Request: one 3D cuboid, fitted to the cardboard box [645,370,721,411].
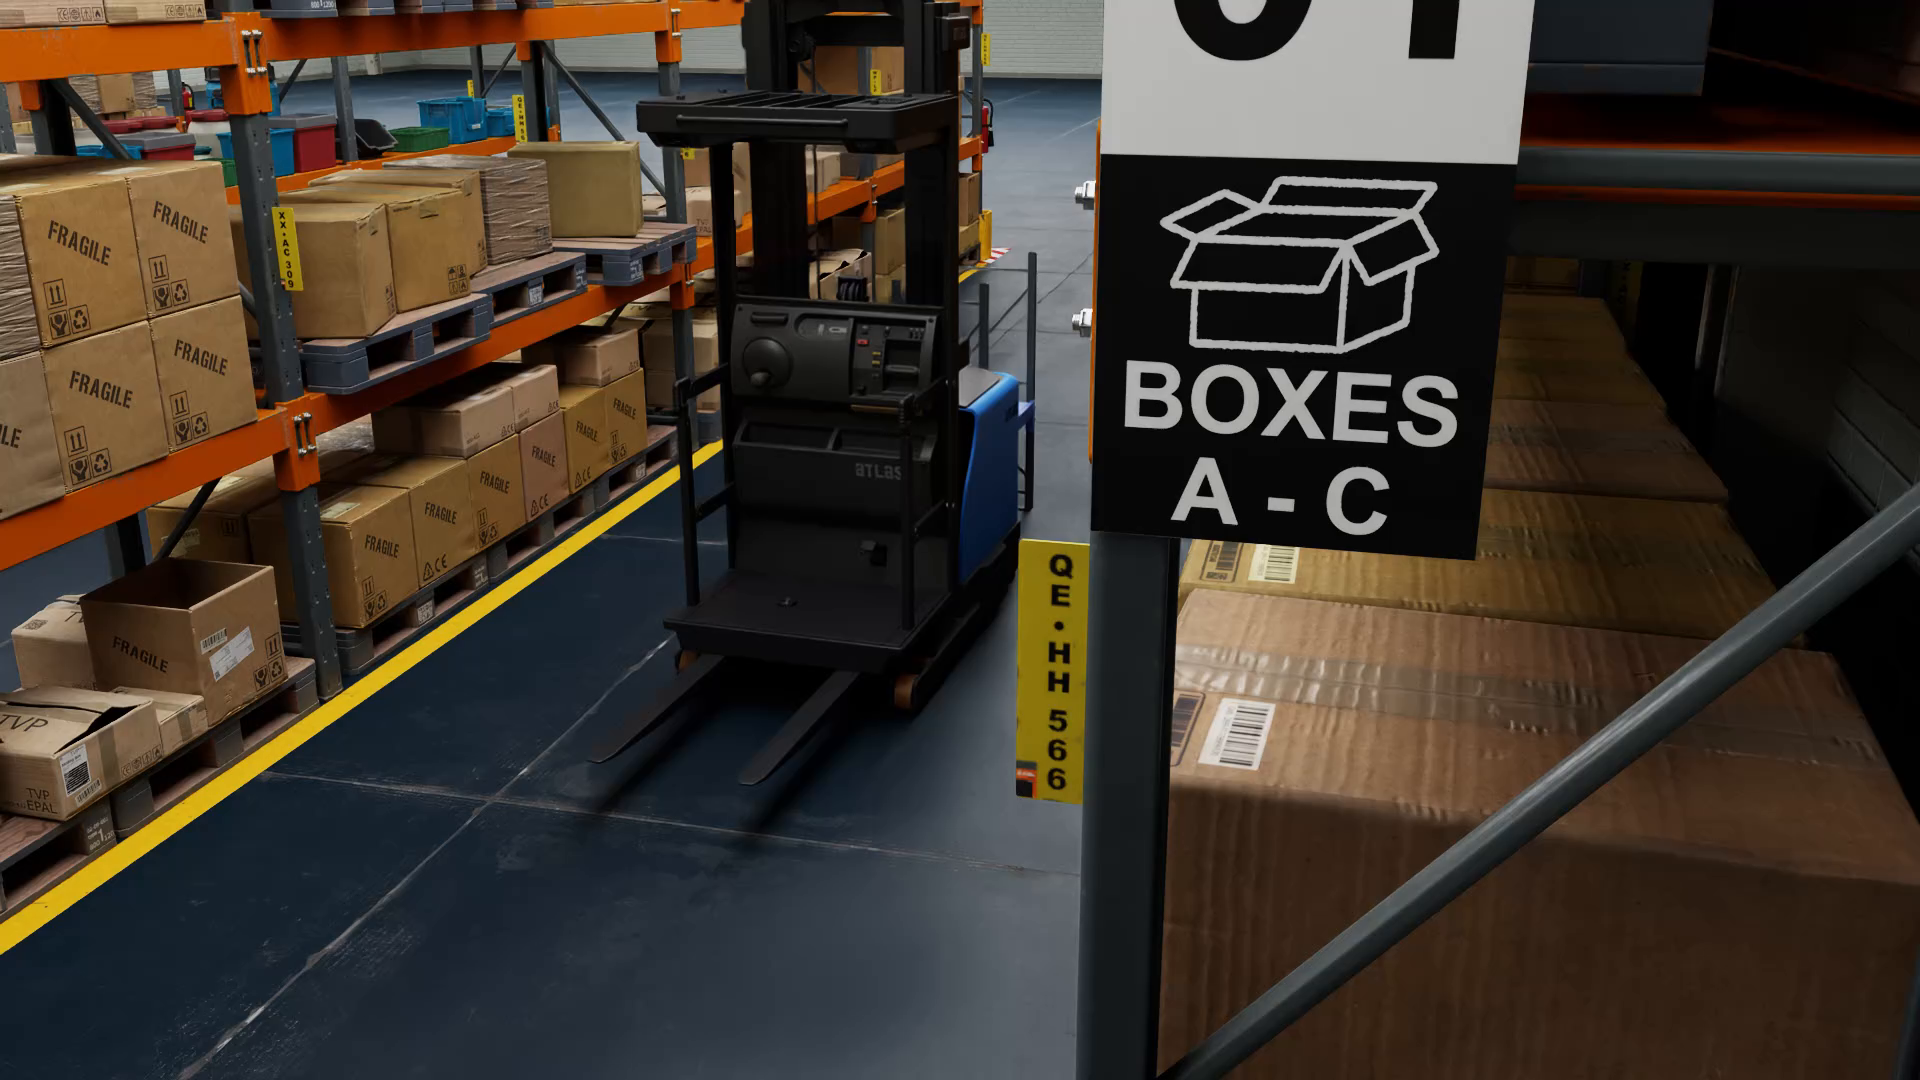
[{"bbox_3d":[-1.799,-1.072,11.289,0.500,0.250,0.500,5,19,13],"label":"cardboard box"}]

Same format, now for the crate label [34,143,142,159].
[{"bbox_3d":[-6.509,-2.733,12.492,0.502,0.435,0.616,5,19,13],"label":"crate label"}]

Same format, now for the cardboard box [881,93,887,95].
[{"bbox_3d":[-0.858,-3.870,14.719,0.380,0.149,0.250,4,19,12],"label":"cardboard box"}]

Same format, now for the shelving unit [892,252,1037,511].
[{"bbox_3d":[0.042,-0.750,9.062,0.538,1.500,1.048,5,20,15],"label":"shelving unit"}]

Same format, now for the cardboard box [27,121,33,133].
[{"bbox_3d":[-10.141,-4.467,18.012,0.380,0.149,0.250,5,19,13],"label":"cardboard box"}]

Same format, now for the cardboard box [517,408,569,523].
[{"bbox_3d":[-2.461,-0.420,8.963,0.500,0.500,0.500,4,19,11],"label":"cardboard box"}]

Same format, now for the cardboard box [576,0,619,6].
[{"bbox_3d":[-2.410,-3.201,9.123,0.910,0.500,0.500,5,19,13],"label":"cardboard box"}]

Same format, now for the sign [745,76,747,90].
[{"bbox_3d":[-1.773,-3.778,14.145,0.100,0.325,0.005,5,19,13],"label":"sign"}]

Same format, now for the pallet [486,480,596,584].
[{"bbox_3d":[-2.731,-0.102,9.158,1.003,0.211,1.213,5,19,13],"label":"pallet"}]

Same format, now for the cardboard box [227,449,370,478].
[{"bbox_3d":[-3.217,-0.137,8.133,0.500,0.500,0.500,5,19,14],"label":"cardboard box"}]

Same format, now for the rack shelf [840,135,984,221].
[{"bbox_3d":[-0.745,-3.574,16.122,1.077,0.370,4.000,5,19,13],"label":"rack shelf"}]

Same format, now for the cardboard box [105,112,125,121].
[{"bbox_3d":[-9.880,-4.862,19.170,0.380,0.149,0.250,5,19,13],"label":"cardboard box"}]

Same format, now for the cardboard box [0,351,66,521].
[{"bbox_3d":[-3.310,-0.327,5.350,0.500,0.500,0.500,5,20,15],"label":"cardboard box"}]

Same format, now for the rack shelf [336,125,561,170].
[{"bbox_3d":[-5.548,-3.966,17.271,1.077,0.370,4.000,5,19,13],"label":"rack shelf"}]

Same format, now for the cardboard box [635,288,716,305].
[{"bbox_3d":[-2.075,-1.701,12.265,0.500,0.311,0.500,5,19,13],"label":"cardboard box"}]

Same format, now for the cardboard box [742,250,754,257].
[{"bbox_3d":[-1.577,-2.340,14.135,0.500,0.311,0.500,5,19,14],"label":"cardboard box"}]

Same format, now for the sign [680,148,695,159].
[{"bbox_3d":[-1.683,-2.504,10.209,0.100,0.325,0.005,5,19,13],"label":"sign"}]

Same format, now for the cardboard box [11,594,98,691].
[{"bbox_3d":[-3.501,0.399,6.858,0.500,0.311,0.500,5,19,13],"label":"cardboard box"}]

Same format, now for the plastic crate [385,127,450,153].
[{"bbox_3d":[-5.431,-3.982,16.534,0.450,0.188,0.662,5,19,13],"label":"plastic crate"}]

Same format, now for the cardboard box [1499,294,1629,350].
[{"bbox_3d":[1.467,-0.363,5.145,0.980,0.700,0.700,5,19,14],"label":"cardboard box"}]

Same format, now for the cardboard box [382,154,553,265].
[{"bbox_3d":[-2.665,-1.802,9.017,0.700,0.500,0.500,9,21,24],"label":"cardboard box"}]

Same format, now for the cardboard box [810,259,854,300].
[{"bbox_3d":[-1.176,-2.137,13.540,0.500,0.311,0.500,5,20,15],"label":"cardboard box"}]

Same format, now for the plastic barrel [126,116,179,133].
[{"bbox_3d":[-6.662,-3.231,13.797,0.433,0.535,0.433,0,19,0],"label":"plastic barrel"}]

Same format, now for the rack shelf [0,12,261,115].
[{"bbox_3d":[-3.677,-1.232,4.626,1.077,0.370,4.000,5,19,13],"label":"rack shelf"}]

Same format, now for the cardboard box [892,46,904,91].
[{"bbox_3d":[-0.887,-4.403,15.277,0.700,0.500,0.500,5,19,13],"label":"cardboard box"}]

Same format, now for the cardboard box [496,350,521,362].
[{"bbox_3d":[-2.600,-0.939,10.481,0.500,0.500,0.500,6,20,16],"label":"cardboard box"}]

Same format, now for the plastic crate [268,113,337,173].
[{"bbox_3d":[-5.858,-3.534,14.794,0.402,0.464,0.583,5,19,13],"label":"plastic crate"}]

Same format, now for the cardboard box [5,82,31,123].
[{"bbox_3d":[-10.489,-4.713,17.732,0.875,0.500,0.500,5,19,13],"label":"cardboard box"}]

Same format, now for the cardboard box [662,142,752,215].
[{"bbox_3d":[-1.817,-2.608,12.027,0.500,0.500,0.500,4,19,10],"label":"cardboard box"}]

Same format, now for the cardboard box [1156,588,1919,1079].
[{"bbox_3d":[0.753,0.562,2.439,0.980,0.700,0.700,6,20,16],"label":"cardboard box"}]

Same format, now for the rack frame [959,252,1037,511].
[{"bbox_3d":[0.183,-0.907,9.524,0.500,1.500,0.032,5,20,15],"label":"rack frame"}]

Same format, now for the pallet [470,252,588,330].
[{"bbox_3d":[-2.682,-1.333,8.745,1.003,0.211,1.213,5,19,13],"label":"pallet"}]

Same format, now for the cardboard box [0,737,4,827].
[{"bbox_3d":[-3.643,0.783,5.437,0.797,0.503,0.637,5,19,13],"label":"cardboard box"}]

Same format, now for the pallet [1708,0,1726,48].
[{"bbox_3d":[1.106,-1.130,3.353,1.003,0.211,1.213,5,19,13],"label":"pallet"}]

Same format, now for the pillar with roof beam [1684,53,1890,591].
[{"bbox_3d":[-1.891,-3.281,4.871,9.100,9.000,0.400,5,19,13],"label":"pillar with roof beam"}]

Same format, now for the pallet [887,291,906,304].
[{"bbox_3d":[-0.999,-2.214,15.341,1.003,0.211,1.213,5,19,13],"label":"pallet"}]

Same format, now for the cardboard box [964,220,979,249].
[{"bbox_3d":[-0.101,-3.247,17.657,0.500,0.250,0.500,5,19,13],"label":"cardboard box"}]

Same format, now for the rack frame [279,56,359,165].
[{"bbox_3d":[-6.036,-3.679,15.319,1.000,3.000,0.127,5,19,13],"label":"rack frame"}]

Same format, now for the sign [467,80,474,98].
[{"bbox_3d":[-5.591,-5.109,19.076,0.100,0.325,0.005,5,19,13],"label":"sign"}]

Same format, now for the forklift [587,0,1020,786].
[{"bbox_3d":[-0.612,-0.800,6.997,1.130,2.935,3.031,6,20,16],"label":"forklift"}]

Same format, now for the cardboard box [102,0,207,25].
[{"bbox_3d":[-3.050,-1.955,5.861,0.500,0.250,0.500,5,19,13],"label":"cardboard box"}]

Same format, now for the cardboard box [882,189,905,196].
[{"bbox_3d":[-0.453,-3.130,16.156,0.500,0.500,0.500,5,19,13],"label":"cardboard box"}]

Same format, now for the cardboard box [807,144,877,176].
[{"bbox_3d":[-1.132,-3.474,14.563,0.700,0.500,0.500,4,19,12],"label":"cardboard box"}]

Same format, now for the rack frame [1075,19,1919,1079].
[{"bbox_3d":[0.635,0.864,2.018,0.949,2.616,0.053,5,19,13],"label":"rack frame"}]

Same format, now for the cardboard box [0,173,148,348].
[{"bbox_3d":[-3.184,-0.960,5.657,0.500,0.500,0.500,4,19,12],"label":"cardboard box"}]

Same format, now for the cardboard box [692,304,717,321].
[{"bbox_3d":[-1.678,-1.503,11.683,0.500,0.311,0.500,4,19,12],"label":"cardboard box"}]
